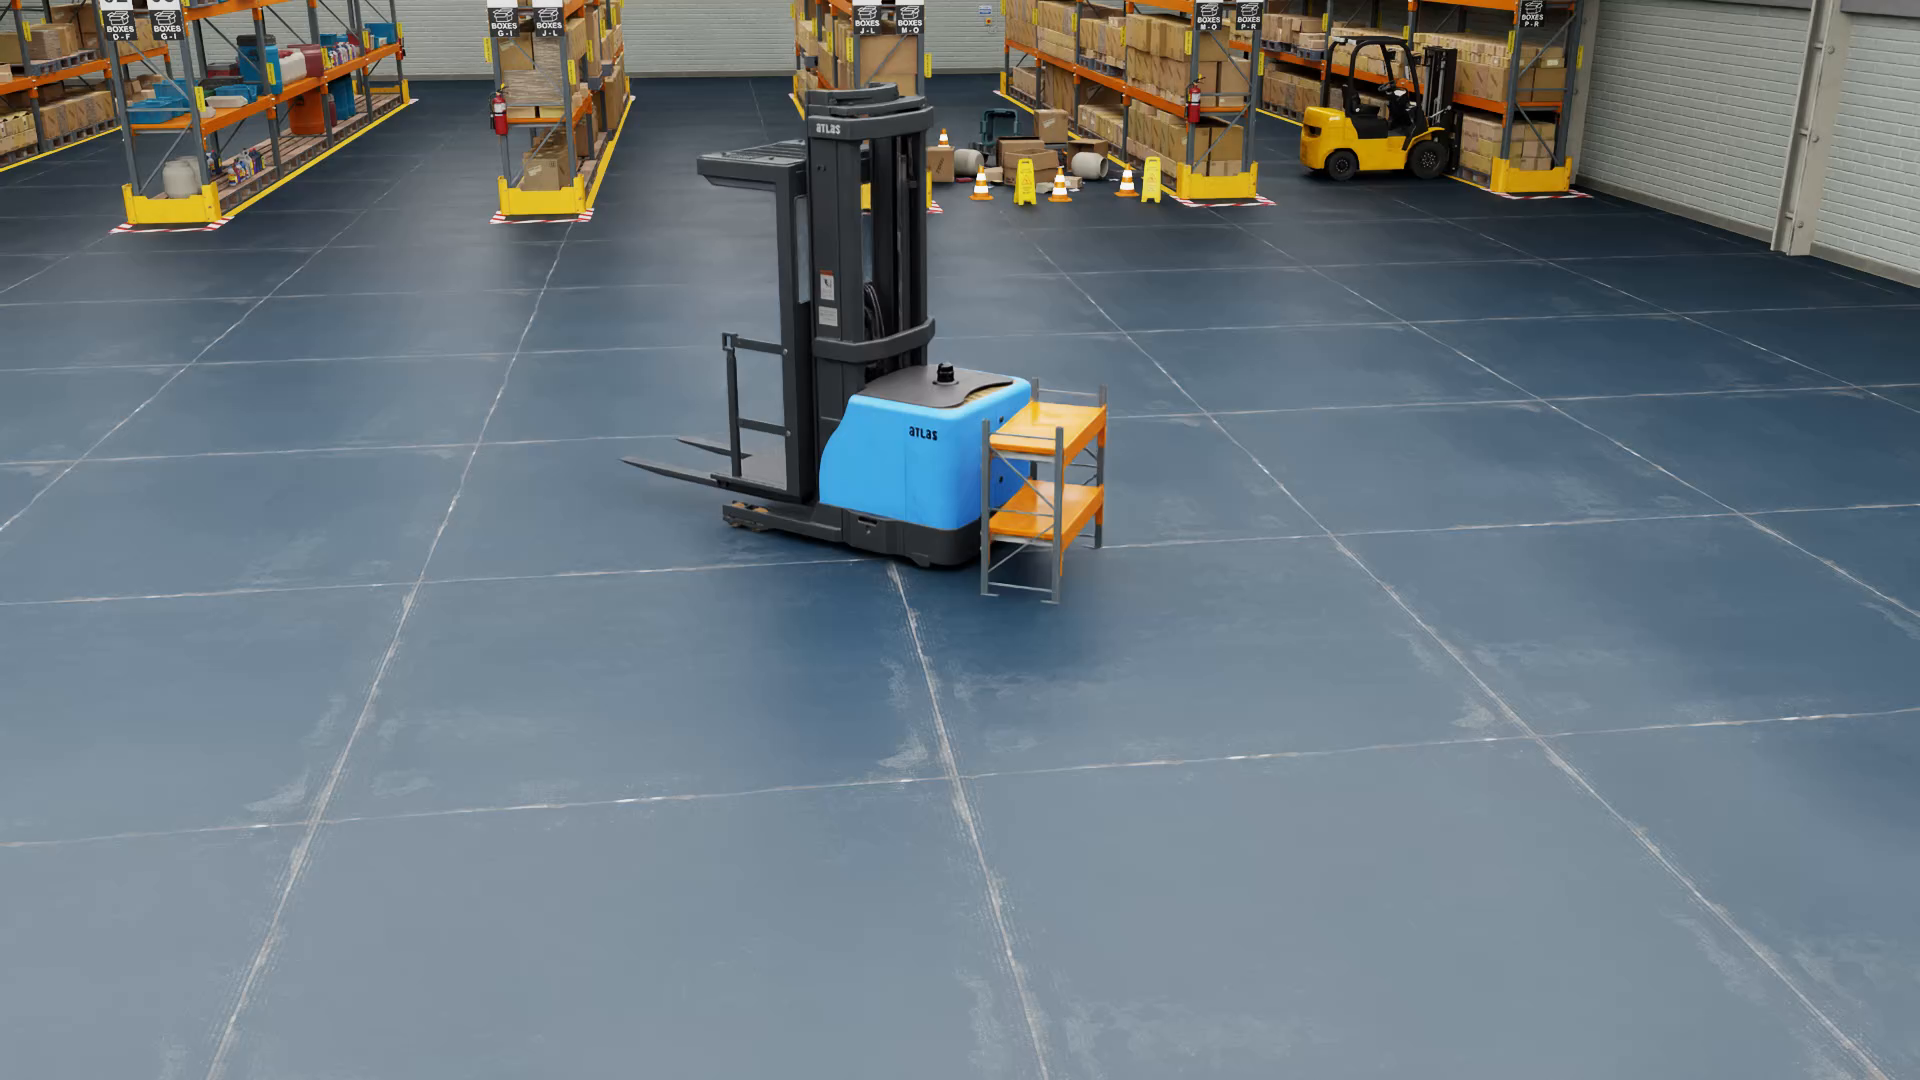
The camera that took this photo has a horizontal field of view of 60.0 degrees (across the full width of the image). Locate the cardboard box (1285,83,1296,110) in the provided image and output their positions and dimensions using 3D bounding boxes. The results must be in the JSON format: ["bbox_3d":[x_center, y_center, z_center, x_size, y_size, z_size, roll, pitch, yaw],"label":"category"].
[{"bbox_3d":[7.126,-9.280,34.747,0.500,0.500,0.500,-4,21,-10],"label":"cardboard box"}]

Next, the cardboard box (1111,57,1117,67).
[{"bbox_3d":[2.858,-8.371,29.101,0.380,0.149,0.250,-3,21,-9],"label":"cardboard box"}]

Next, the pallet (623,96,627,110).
[{"bbox_3d":[-7.873,-9.602,36.624,1.003,0.211,1.213,-3,21,-8],"label":"pallet"}]

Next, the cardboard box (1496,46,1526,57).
[{"bbox_3d":[8.460,-7.502,25.520,0.380,0.149,0.250,-3,21,-8],"label":"cardboard box"}]

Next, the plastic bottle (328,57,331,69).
[{"bbox_3d":[-11.769,-8.904,30.935,0.061,0.283,0.133,-3,21,-8],"label":"plastic bottle"}]

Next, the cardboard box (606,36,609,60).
[{"bbox_3d":[-7.040,-9.418,32.001,0.500,0.500,0.500,-3,21,-9],"label":"cardboard box"}]

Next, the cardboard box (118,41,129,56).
[{"bbox_3d":[-17.346,-10.134,33.919,0.500,0.500,0.500,-3,21,-7],"label":"cardboard box"}]

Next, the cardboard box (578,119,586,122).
[{"bbox_3d":[-6.626,-6.863,28.248,0.700,0.500,0.500,-3,21,-8],"label":"cardboard box"}]

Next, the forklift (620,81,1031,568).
[{"bbox_3d":[-1.034,-1.568,11.225,3.031,2.935,1.130,13,24,30],"label":"forklift"}]

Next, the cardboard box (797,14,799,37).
[{"bbox_3d":[-3.363,-11.481,37.100,0.500,0.500,0.500,-3,21,-7],"label":"cardboard box"}]

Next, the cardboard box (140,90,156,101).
[{"bbox_3d":[-17.612,-9.516,35.710,0.500,0.250,0.500,-3,21,-8],"label":"cardboard box"}]

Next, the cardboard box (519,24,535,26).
[{"bbox_3d":[-6.467,-7.415,24.786,0.500,0.500,0.500,-3,21,-8],"label":"cardboard box"}]

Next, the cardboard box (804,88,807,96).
[{"bbox_3d":[-3.150,-9.620,35.735,0.380,0.149,0.250,-4,21,-10],"label":"cardboard box"}]

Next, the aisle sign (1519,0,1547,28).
[{"bbox_3d":[8.505,-7.995,24.620,0.394,0.787,0.004,-3,21,-8],"label":"aisle sign"}]

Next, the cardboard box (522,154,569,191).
[{"bbox_3d":[-6.005,-5.306,24.108,0.500,0.500,0.500,1,20,2],"label":"cardboard box"}]

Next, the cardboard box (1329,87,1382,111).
[{"bbox_3d":[7.709,-8.452,32.353,0.875,0.625,0.625,-2,21,-6],"label":"cardboard box"}]

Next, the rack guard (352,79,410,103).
[{"bbox_3d":[-13.156,-10.190,37.784,1.175,0.500,0.348,-3,21,-8],"label":"rack guard"}]

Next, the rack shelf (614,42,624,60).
[{"bbox_3d":[-7.950,-10.574,36.267,1.077,0.370,4.000,-3,21,-8],"label":"rack shelf"}]

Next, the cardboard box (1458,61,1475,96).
[{"bbox_3d":[8.316,-7.376,26.536,0.500,0.500,0.500,-3,21,-9],"label":"cardboard box"}]

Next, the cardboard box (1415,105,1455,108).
[{"bbox_3d":[8.033,-7.216,28.150,0.500,0.250,0.500,-3,21,-8],"label":"cardboard box"}]

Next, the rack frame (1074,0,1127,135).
[{"bbox_3d":[2.722,-9.333,31.917,1.000,3.000,0.127,-3,21,-8],"label":"rack frame"}]

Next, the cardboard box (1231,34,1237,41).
[{"bbox_3d":[6.450,-11.570,38.267,0.380,0.149,0.250,-2,21,-7],"label":"cardboard box"}]

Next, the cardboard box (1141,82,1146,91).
[{"bbox_3d":[3.184,-7.443,27.215,0.380,0.149,0.250,-2,21,-6],"label":"cardboard box"}]

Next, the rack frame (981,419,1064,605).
[{"bbox_3d":[0.371,-0.163,10.045,0.500,1.125,0.032,7,22,18],"label":"rack frame"}]

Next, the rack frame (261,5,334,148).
[{"bbox_3d":[-11.986,-8.583,29.910,1.000,3.000,0.127,-3,21,-8],"label":"rack frame"}]

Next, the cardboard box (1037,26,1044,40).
[{"bbox_3d":[1.929,-10.715,35.118,0.500,0.250,0.500,-4,21,-9],"label":"cardboard box"}]

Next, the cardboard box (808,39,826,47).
[{"bbox_3d":[-2.684,-9.415,31.470,0.380,0.149,0.250,-2,21,-7],"label":"cardboard box"}]

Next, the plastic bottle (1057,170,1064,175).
[{"bbox_3d":[1.628,-6.030,27.274,0.133,0.061,0.283,1,20,2],"label":"plastic bottle"}]

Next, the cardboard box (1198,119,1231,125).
[{"bbox_3d":[3.949,-6.305,26.069,0.500,0.500,0.500,-4,21,-10],"label":"cardboard box"}]

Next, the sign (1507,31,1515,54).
[{"bbox_3d":[8.247,-7.446,24.871,0.100,0.325,0.005,-3,21,-8],"label":"sign"}]

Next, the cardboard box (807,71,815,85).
[{"bbox_3d":[-2.894,-9.541,34.375,0.500,0.250,0.500,-4,21,-10],"label":"cardboard box"}]

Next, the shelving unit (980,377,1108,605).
[{"bbox_3d":[0.538,-0.331,10.494,0.538,1.125,1.048,7,22,18],"label":"shelving unit"}]

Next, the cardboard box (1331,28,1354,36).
[{"bbox_3d":[7.387,-9.810,32.125,0.380,0.149,0.250,-2,21,-6],"label":"cardboard box"}]

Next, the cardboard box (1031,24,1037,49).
[{"bbox_3d":[1.825,-10.912,36.003,0.500,0.500,0.500,-3,21,-7],"label":"cardboard box"}]

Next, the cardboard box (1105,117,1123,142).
[{"bbox_3d":[3.113,-7.344,29.748,0.950,0.372,0.625,-2,21,-4],"label":"cardboard box"}]

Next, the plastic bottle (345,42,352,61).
[{"bbox_3d":[-12.106,-9.643,32.819,0.144,0.351,0.185,-3,21,-8],"label":"plastic bottle"}]

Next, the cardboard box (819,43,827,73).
[{"bbox_3d":[-2.288,-8.750,30.214,0.500,0.500,0.500,-3,21,-8],"label":"cardboard box"}]

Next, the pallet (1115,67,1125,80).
[{"bbox_3d":[3.332,-8.130,28.971,1.003,0.211,1.213,-3,21,-8],"label":"pallet"}]

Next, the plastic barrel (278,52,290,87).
[{"bbox_3d":[-11.436,-7.858,27.775,0.433,0.535,0.433,0,20,0],"label":"plastic barrel"}]

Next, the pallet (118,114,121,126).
[{"bbox_3d":[-17.563,-8.651,34.078,1.003,0.211,1.213,-3,21,-8],"label":"pallet"}]

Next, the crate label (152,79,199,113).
[{"bbox_3d":[-11.366,-6.454,24.158,0.502,0.435,0.616,-3,21,-8],"label":"crate label"}]

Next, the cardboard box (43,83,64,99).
[{"bbox_3d":[-17.492,-8.580,31.774,0.500,0.250,0.500,-3,21,-8],"label":"cardboard box"}]

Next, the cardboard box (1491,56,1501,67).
[{"bbox_3d":[8.393,-7.358,25.561,0.380,0.149,0.250,-3,21,-7],"label":"cardboard box"}]

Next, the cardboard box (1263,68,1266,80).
[{"bbox_3d":[6.709,-10.506,38.031,0.700,0.500,0.500,-4,21,-10],"label":"cardboard box"}]

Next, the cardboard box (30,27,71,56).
[{"bbox_3d":[-17.149,-9.355,31.233,0.700,0.500,0.500,-8,22,-21],"label":"cardboard box"}]

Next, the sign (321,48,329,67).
[{"bbox_3d":[-11.443,-8.690,29.963,0.100,0.325,0.005,-3,21,-8],"label":"sign"}]

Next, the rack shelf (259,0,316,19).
[{"bbox_3d":[-11.698,-8.959,27.657,1.077,0.370,4.000,-3,21,-8],"label":"rack shelf"}]

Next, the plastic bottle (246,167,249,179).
[{"bbox_3d":[-10.894,-5.611,25.323,0.097,0.201,0.097,0,20,0],"label":"plastic bottle"}]

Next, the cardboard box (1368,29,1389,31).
[{"bbox_3d":[8.005,-9.655,31.710,0.380,0.149,0.250,-3,21,-8],"label":"cardboard box"}]

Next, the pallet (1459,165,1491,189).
[{"bbox_3d":[8.635,-5.771,26.366,1.003,0.211,1.213,-3,21,-8],"label":"pallet"}]

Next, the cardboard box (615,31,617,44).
[{"bbox_3d":[-7.537,-10.636,35.194,0.500,0.250,0.500,-3,21,-8],"label":"cardboard box"}]

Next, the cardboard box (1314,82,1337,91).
[{"bbox_3d":[7.311,-9.072,33.265,0.380,0.149,0.250,-4,21,-10],"label":"cardboard box"}]

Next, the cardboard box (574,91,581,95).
[{"bbox_3d":[-5.985,-6.751,25.363,0.380,0.149,0.250,-3,21,-8],"label":"cardboard box"}]
